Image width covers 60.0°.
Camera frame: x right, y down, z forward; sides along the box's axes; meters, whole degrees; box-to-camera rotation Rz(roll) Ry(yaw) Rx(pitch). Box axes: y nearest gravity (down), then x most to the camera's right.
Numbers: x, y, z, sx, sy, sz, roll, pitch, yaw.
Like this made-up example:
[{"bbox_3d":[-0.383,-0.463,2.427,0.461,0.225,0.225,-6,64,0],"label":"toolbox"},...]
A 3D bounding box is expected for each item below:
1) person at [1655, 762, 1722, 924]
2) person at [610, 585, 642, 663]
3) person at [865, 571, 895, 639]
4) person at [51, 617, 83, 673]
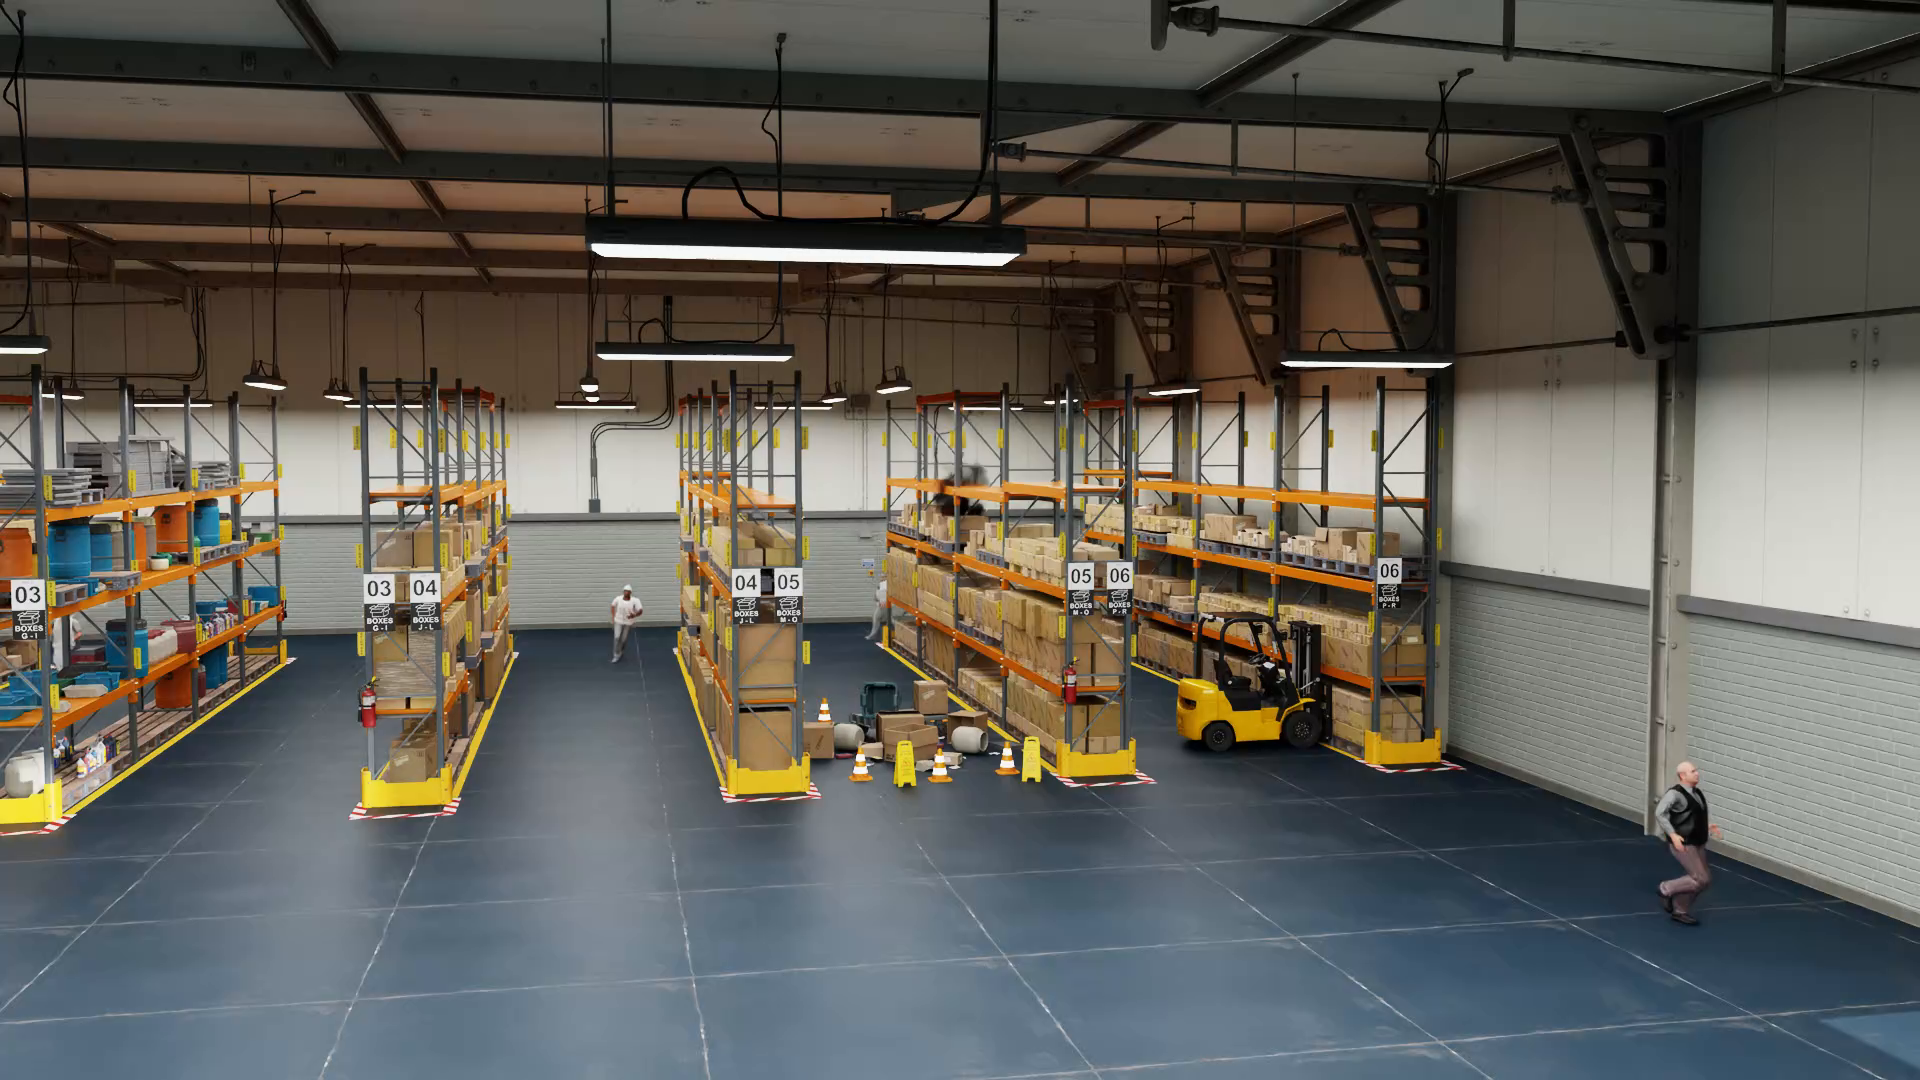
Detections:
[{"bbox_3d":[7.548,3.139,17.191,0.665,1.676,0.578,-3,4,-39],"label":"person"},{"bbox_3d":[-7.590,1.877,37.805,0.726,1.724,0.921,0,3,-7],"label":"person"},{"bbox_3d":[-1.937,1.637,41.747,0.972,1.751,0.738,0,3,6],"label":"person"},{"bbox_3d":[-17.829,2.150,33.057,0.690,1.761,0.885,-1,4,-19],"label":"person"}]
